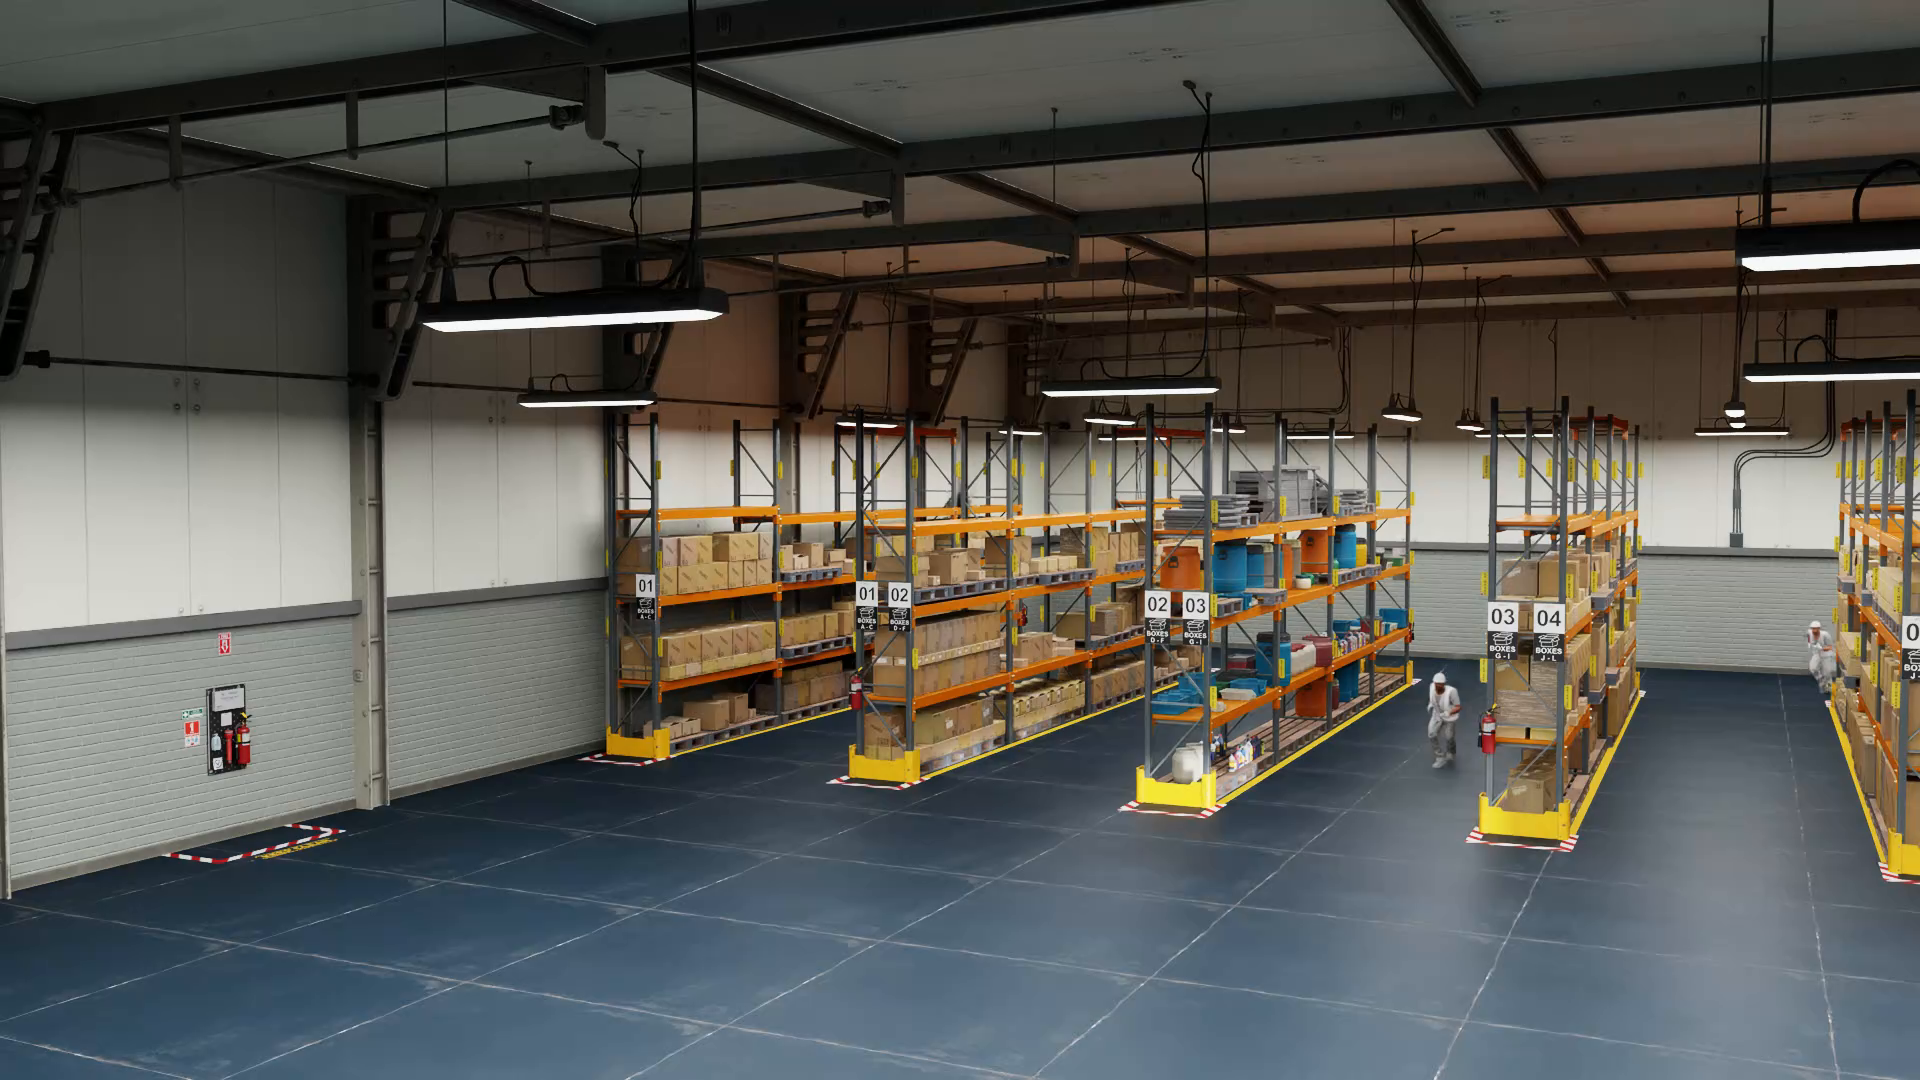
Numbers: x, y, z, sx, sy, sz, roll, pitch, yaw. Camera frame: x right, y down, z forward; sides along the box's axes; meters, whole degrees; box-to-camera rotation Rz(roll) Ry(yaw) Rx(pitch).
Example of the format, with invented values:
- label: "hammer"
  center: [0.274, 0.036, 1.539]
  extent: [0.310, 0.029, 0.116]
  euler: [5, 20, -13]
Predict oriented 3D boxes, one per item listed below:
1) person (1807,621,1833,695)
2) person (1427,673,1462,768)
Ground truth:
- label: "person"
  center: [19.132, 2.614, 36.995]
  extent: [0.948, 1.648, 0.676]
  euler: [-2, 3, -36]
- label: "person"
  center: [8.175, 2.996, 27.995]
  extent: [0.702, 1.604, 1.099]
  euler: [2, 3, 36]
